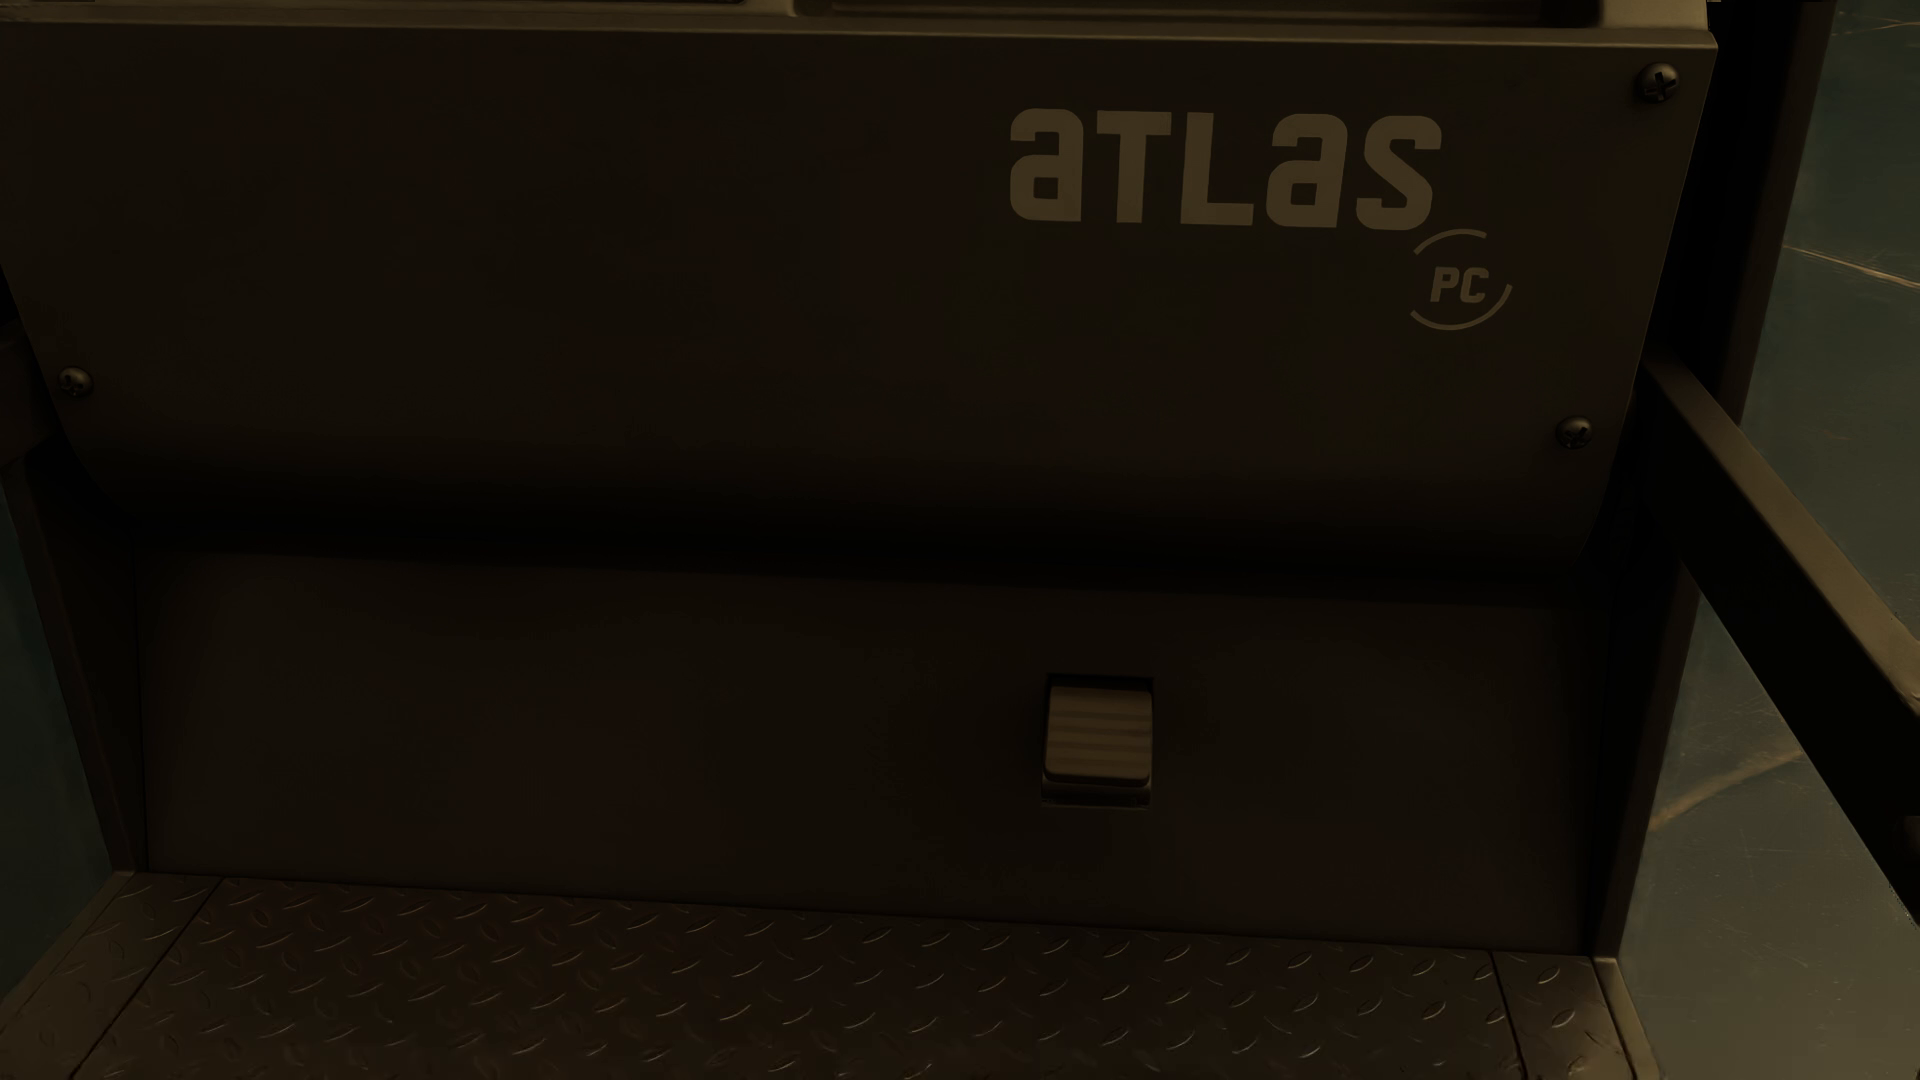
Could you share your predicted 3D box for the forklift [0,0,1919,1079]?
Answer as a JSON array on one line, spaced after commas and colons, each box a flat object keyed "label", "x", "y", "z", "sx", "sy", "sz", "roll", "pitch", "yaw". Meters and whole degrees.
[{"label": "forklift", "x": -0.104, "y": -0.630, "z": 0.503, "sx": 1.130, "sy": 2.935, "sz": 3.031, "roll": 2, "pitch": 27, "yaw": 5}]
